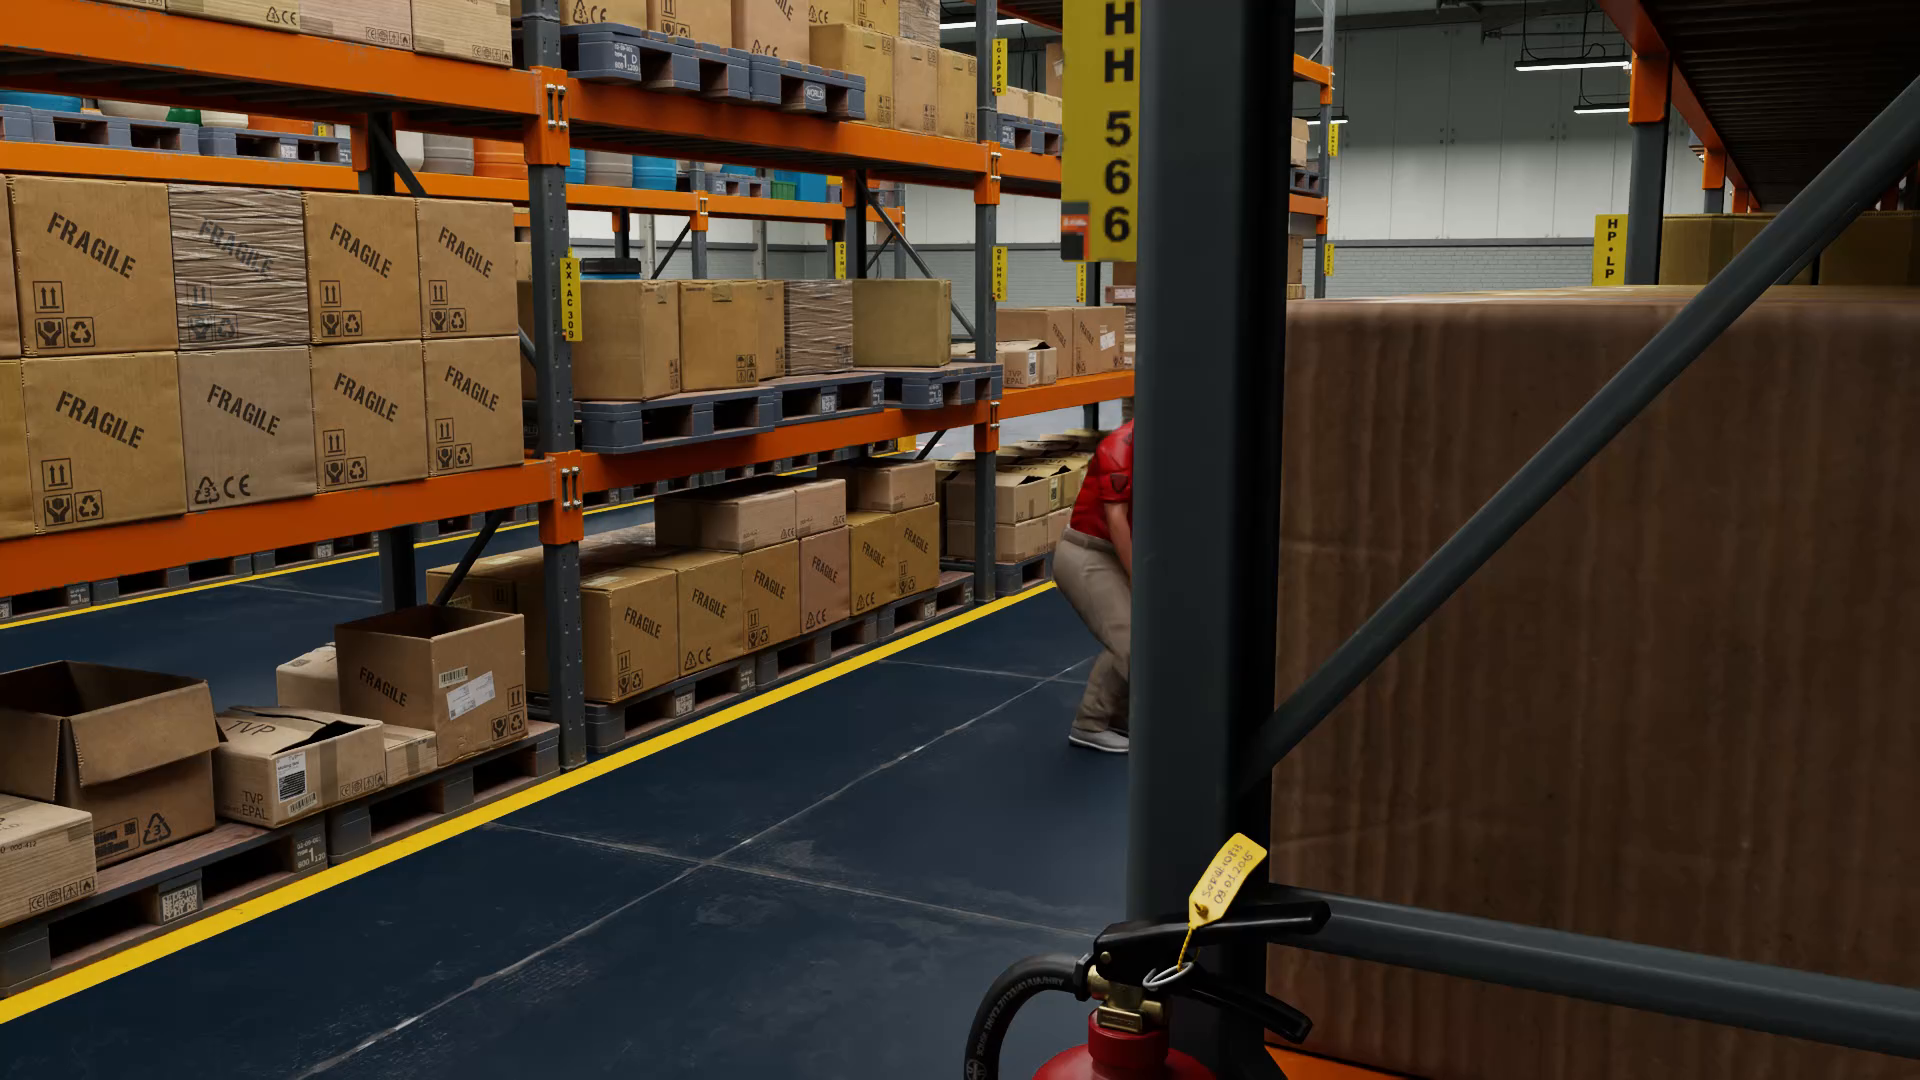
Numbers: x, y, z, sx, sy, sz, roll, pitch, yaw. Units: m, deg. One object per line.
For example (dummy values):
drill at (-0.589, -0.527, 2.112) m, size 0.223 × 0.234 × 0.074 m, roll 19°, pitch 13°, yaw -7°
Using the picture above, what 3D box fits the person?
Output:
person at (0.728, 0.142, 7.252) m, size 0.621 × 1.513 × 0.586 m, roll 5°, pitch 10°, yaw 26°
